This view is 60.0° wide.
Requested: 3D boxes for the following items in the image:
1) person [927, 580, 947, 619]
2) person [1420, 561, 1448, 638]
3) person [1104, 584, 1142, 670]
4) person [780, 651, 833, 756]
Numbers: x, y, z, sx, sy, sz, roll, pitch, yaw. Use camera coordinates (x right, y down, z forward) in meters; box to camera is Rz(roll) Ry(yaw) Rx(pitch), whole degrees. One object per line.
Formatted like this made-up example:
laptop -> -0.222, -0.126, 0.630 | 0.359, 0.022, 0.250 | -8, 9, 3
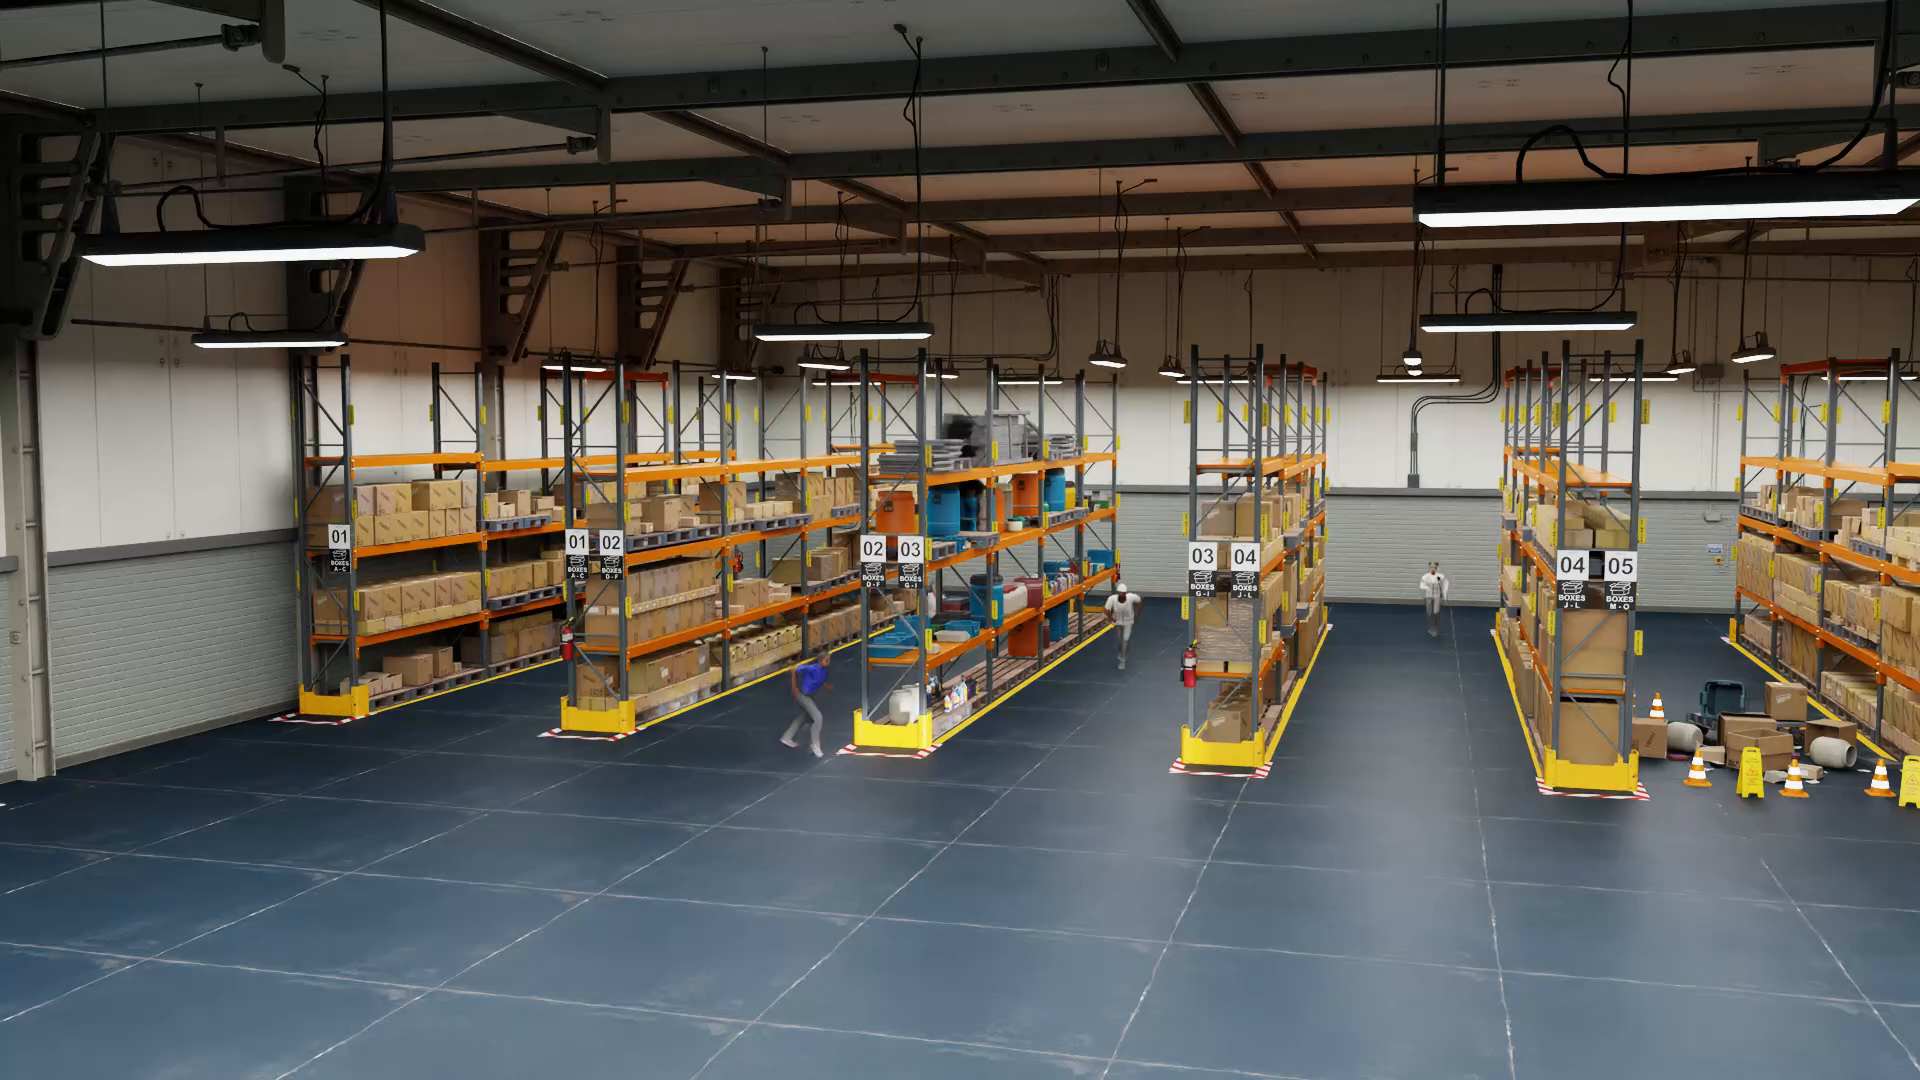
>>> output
person -> -0.494, 1.590, 32.898 | 0.552, 1.614, 0.622 | 1, 4, 12
person -> 10.712, 1.342, 37.633 | 0.583, 1.738, 0.811 | 2, 5, 22
person -> 3.247, 1.695, 33.136 | 0.743, 1.716, 1.045 | 0, 4, 4
person -> -2.296, 2.415, 24.575 | 0.964, 1.604, 0.619 | 3, 5, 31
